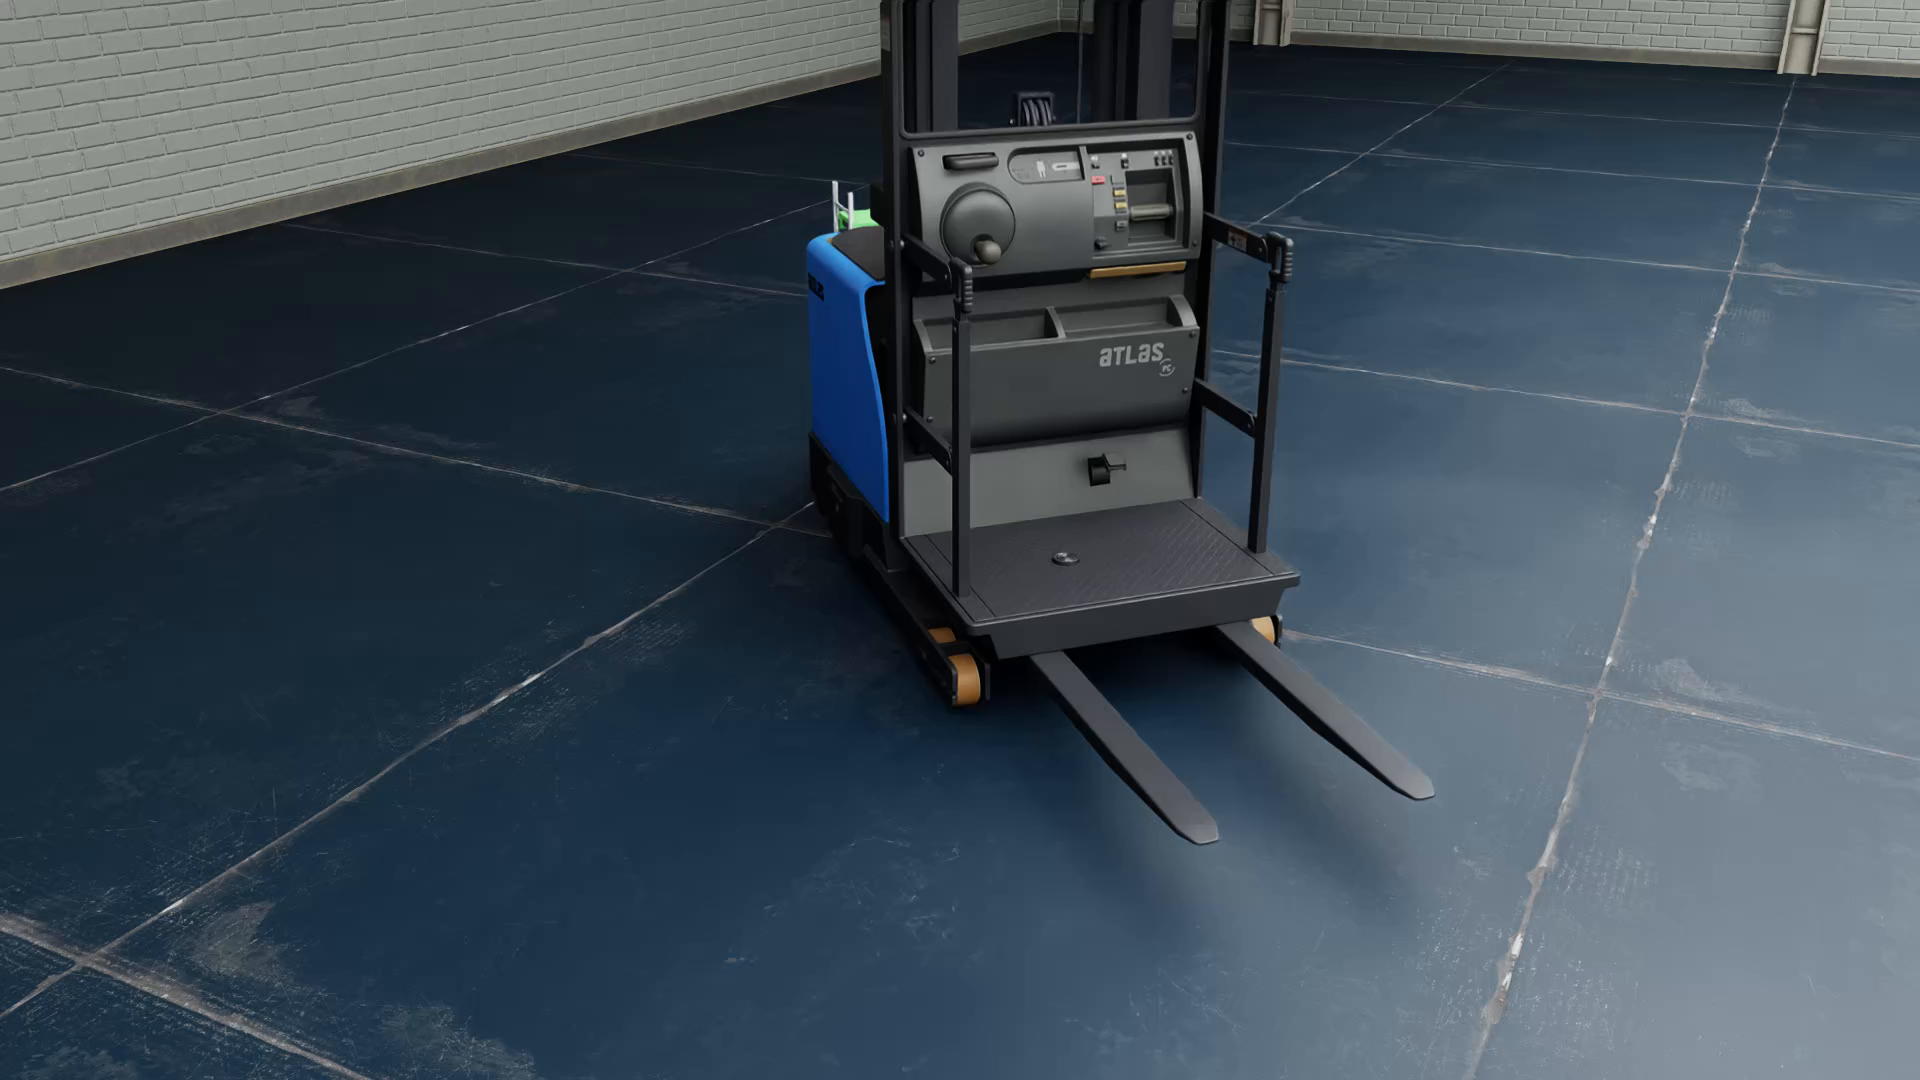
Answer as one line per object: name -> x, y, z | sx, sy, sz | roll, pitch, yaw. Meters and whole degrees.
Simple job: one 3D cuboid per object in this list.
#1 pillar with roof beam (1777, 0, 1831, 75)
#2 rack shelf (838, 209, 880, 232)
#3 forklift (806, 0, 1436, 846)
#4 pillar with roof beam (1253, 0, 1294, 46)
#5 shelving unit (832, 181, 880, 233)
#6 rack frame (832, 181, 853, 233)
pillar with roof beam -> 7.330, -7.814, 13.126 | 0.400, 9.000, 9.100 | 11, 25, 25
rack shelf -> -0.220, -1.213, 6.505 | 0.480, 0.148, 0.258 | -8, 24, -18
forklift -> 0.381, -1.019, 4.901 | 1.130, 2.935, 3.031 | -8, 24, -18
pillar with roof beam -> 1.976, -8.874, 15.617 | 0.400, 9.000, 9.100 | 11, 25, 25
shelving unit -> -0.219, -0.830, 6.668 | 0.503, 1.200, 0.258 | -8, 24, -18
rack frame -> -0.450, -0.798, 6.594 | 0.015, 1.200, 0.240 | -8, 24, -18
